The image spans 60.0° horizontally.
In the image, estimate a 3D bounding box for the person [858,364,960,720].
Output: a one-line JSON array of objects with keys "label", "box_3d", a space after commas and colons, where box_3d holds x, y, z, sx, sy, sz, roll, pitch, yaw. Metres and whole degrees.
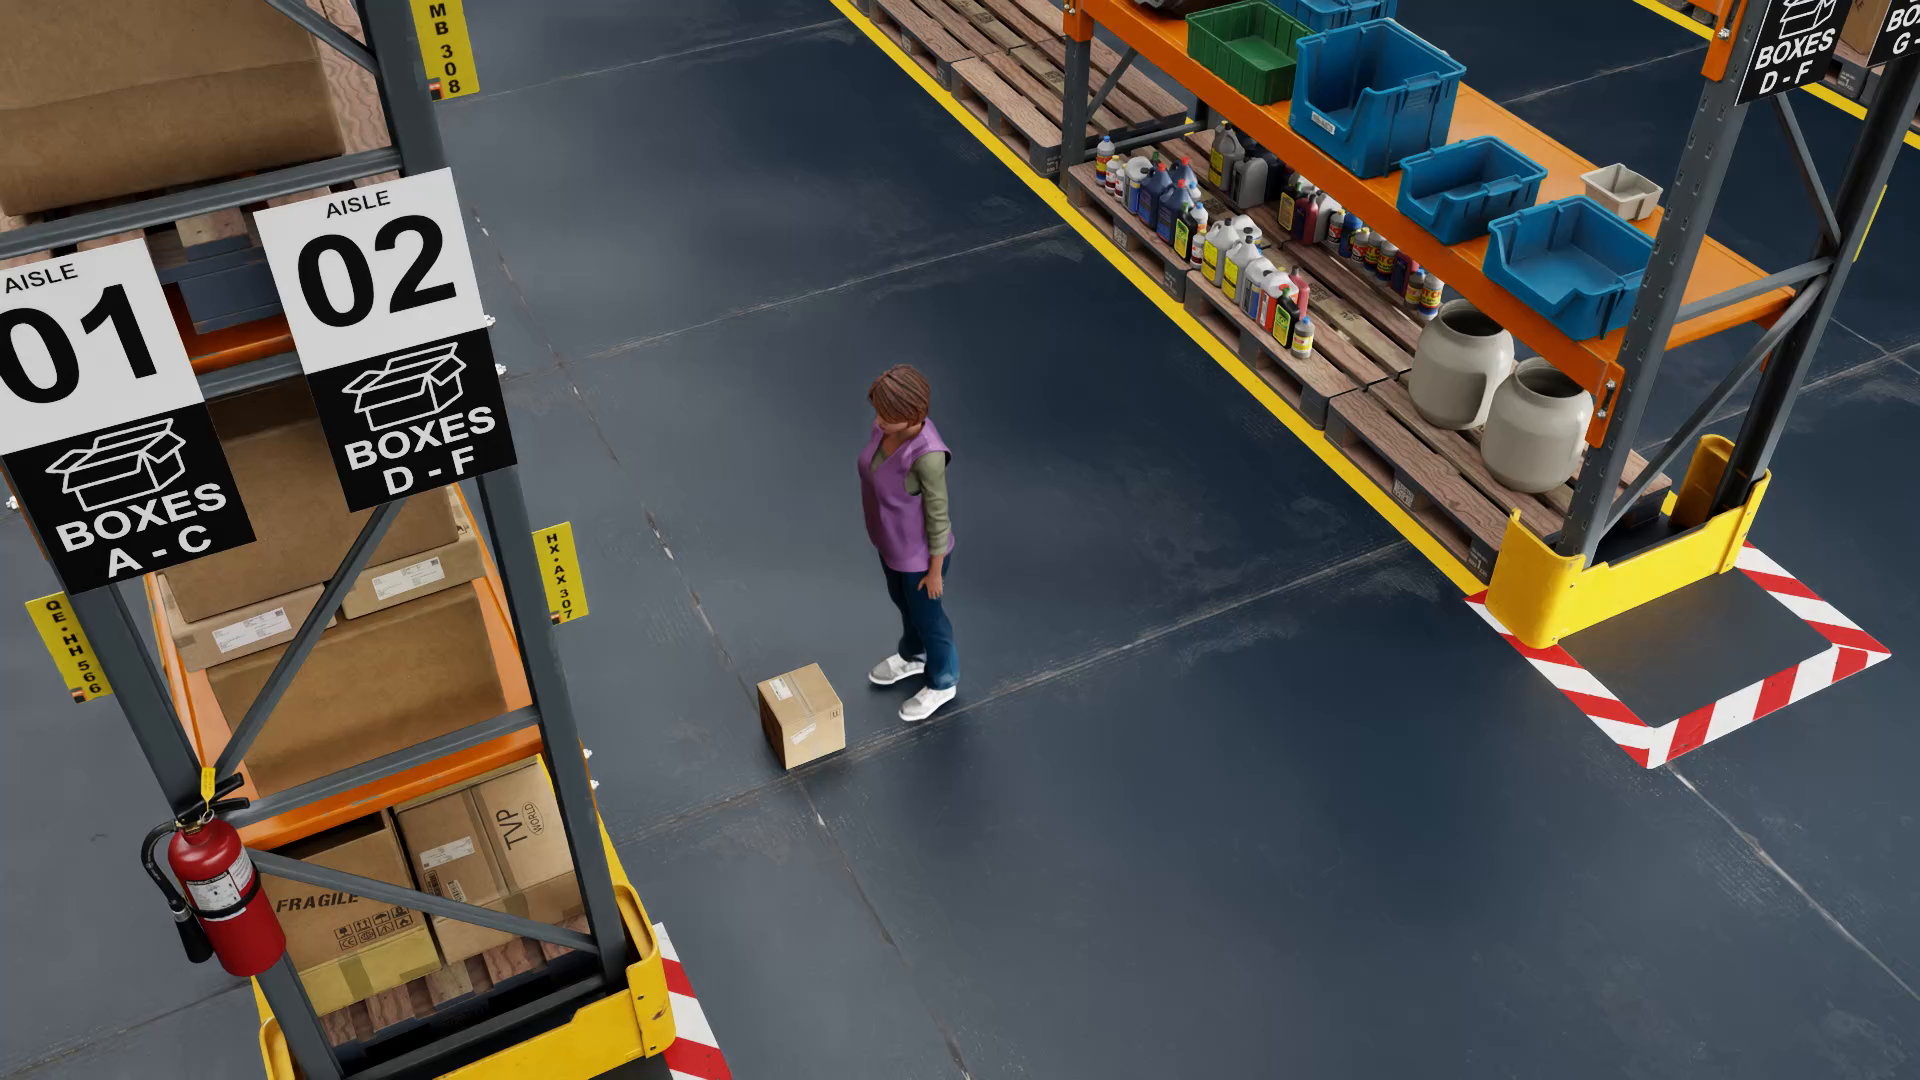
[{"label": "person", "box_3d": [-0.172, 0.022, 6.121, 0.334, 1.598, 0.419, -18, 45, -19]}]
